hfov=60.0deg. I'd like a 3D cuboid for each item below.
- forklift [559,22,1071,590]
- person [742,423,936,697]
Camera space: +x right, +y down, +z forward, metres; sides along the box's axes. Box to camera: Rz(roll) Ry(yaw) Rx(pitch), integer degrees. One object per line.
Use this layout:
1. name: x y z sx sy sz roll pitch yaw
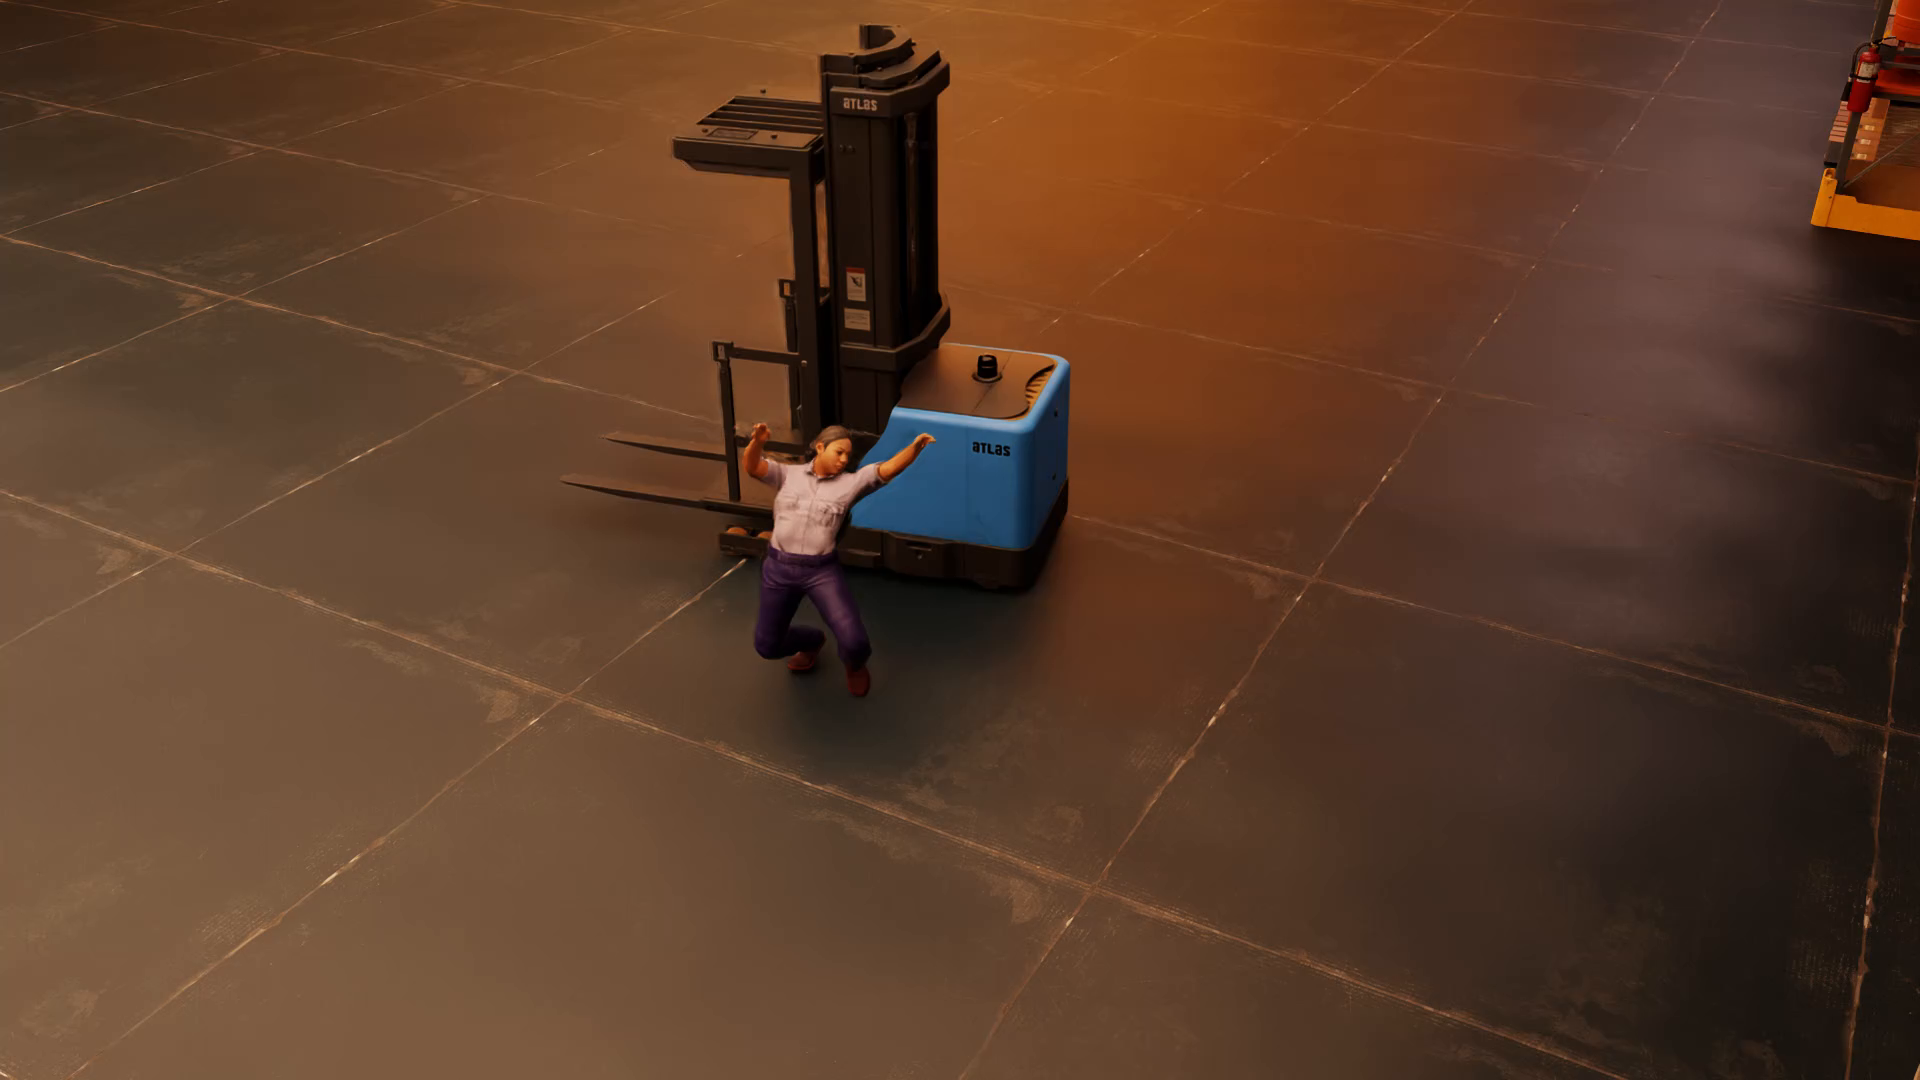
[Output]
1. forklift: -0.917 -1.393 9.484 3.031 2.935 1.130 8 31 14
2. person: -0.601 0.080 8.320 0.956 1.580 0.751 6 30 10
